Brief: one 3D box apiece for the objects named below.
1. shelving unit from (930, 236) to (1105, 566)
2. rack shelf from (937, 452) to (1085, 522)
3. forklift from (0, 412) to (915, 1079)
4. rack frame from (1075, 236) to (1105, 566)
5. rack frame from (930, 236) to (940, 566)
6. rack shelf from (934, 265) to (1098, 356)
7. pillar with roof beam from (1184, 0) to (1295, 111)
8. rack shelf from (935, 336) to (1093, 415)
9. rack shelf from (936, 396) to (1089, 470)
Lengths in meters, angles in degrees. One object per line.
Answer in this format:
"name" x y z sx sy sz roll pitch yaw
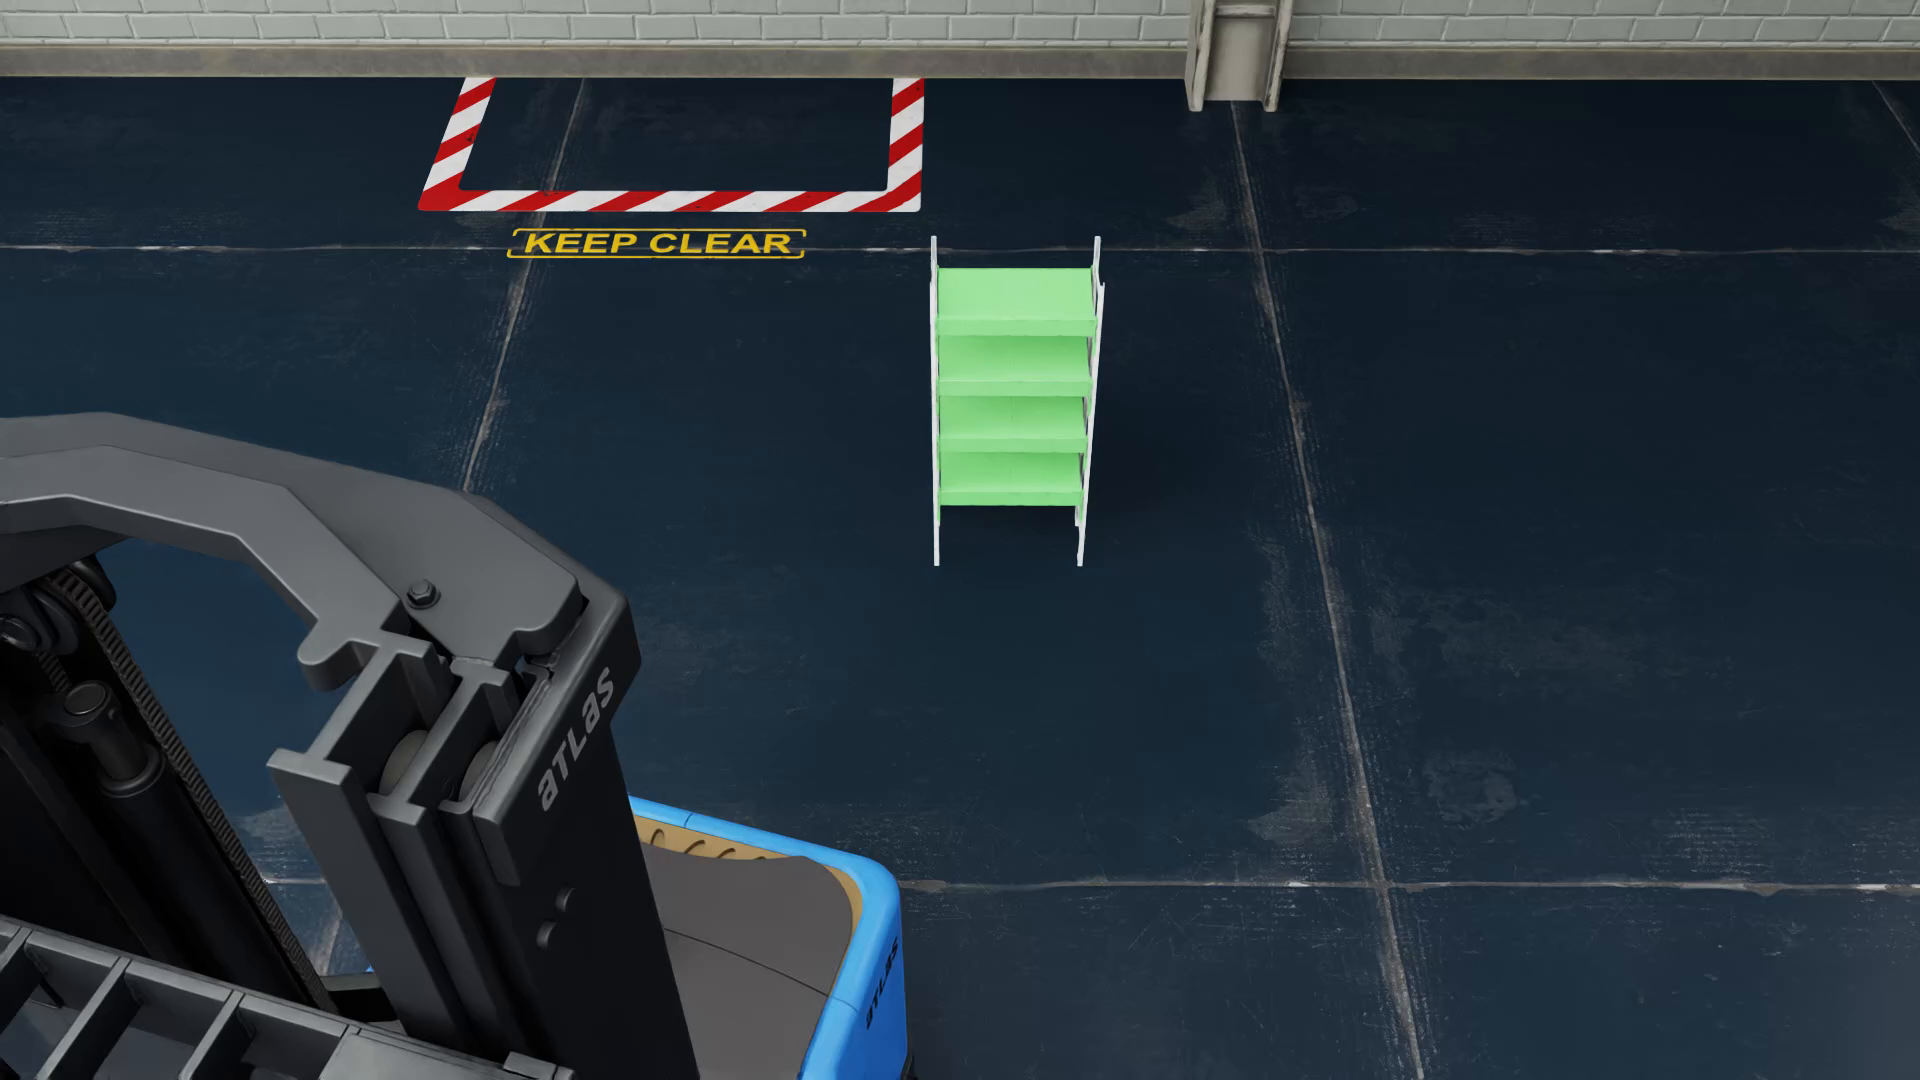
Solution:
"shelving unit" 0.166 -0.408 5.310 0.503 1.200 0.258 0 47 0
"rack shelf" 0.166 -0.201 5.533 0.480 0.148 0.258 0 47 0
"forklift" -1.026 1.378 2.465 1.130 2.935 3.031 12 48 11
"rack frame" 0.410 -0.408 5.310 0.015 1.200 0.240 0 47 0
"rack frame" -0.078 -0.409 5.311 0.015 1.200 0.240 0 47 0
"rack shelf" 0.166 -0.692 5.006 0.480 0.148 0.258 0 47 0
"pillar with roof beam" 1.229 -1.979 1.444 0.400 9.000 9.100 0 47 0
"rack shelf" 0.166 -0.528 5.181 0.480 0.148 0.258 0 47 0
"rack shelf" 0.166 -0.365 5.357 0.480 0.148 0.258 0 47 0
